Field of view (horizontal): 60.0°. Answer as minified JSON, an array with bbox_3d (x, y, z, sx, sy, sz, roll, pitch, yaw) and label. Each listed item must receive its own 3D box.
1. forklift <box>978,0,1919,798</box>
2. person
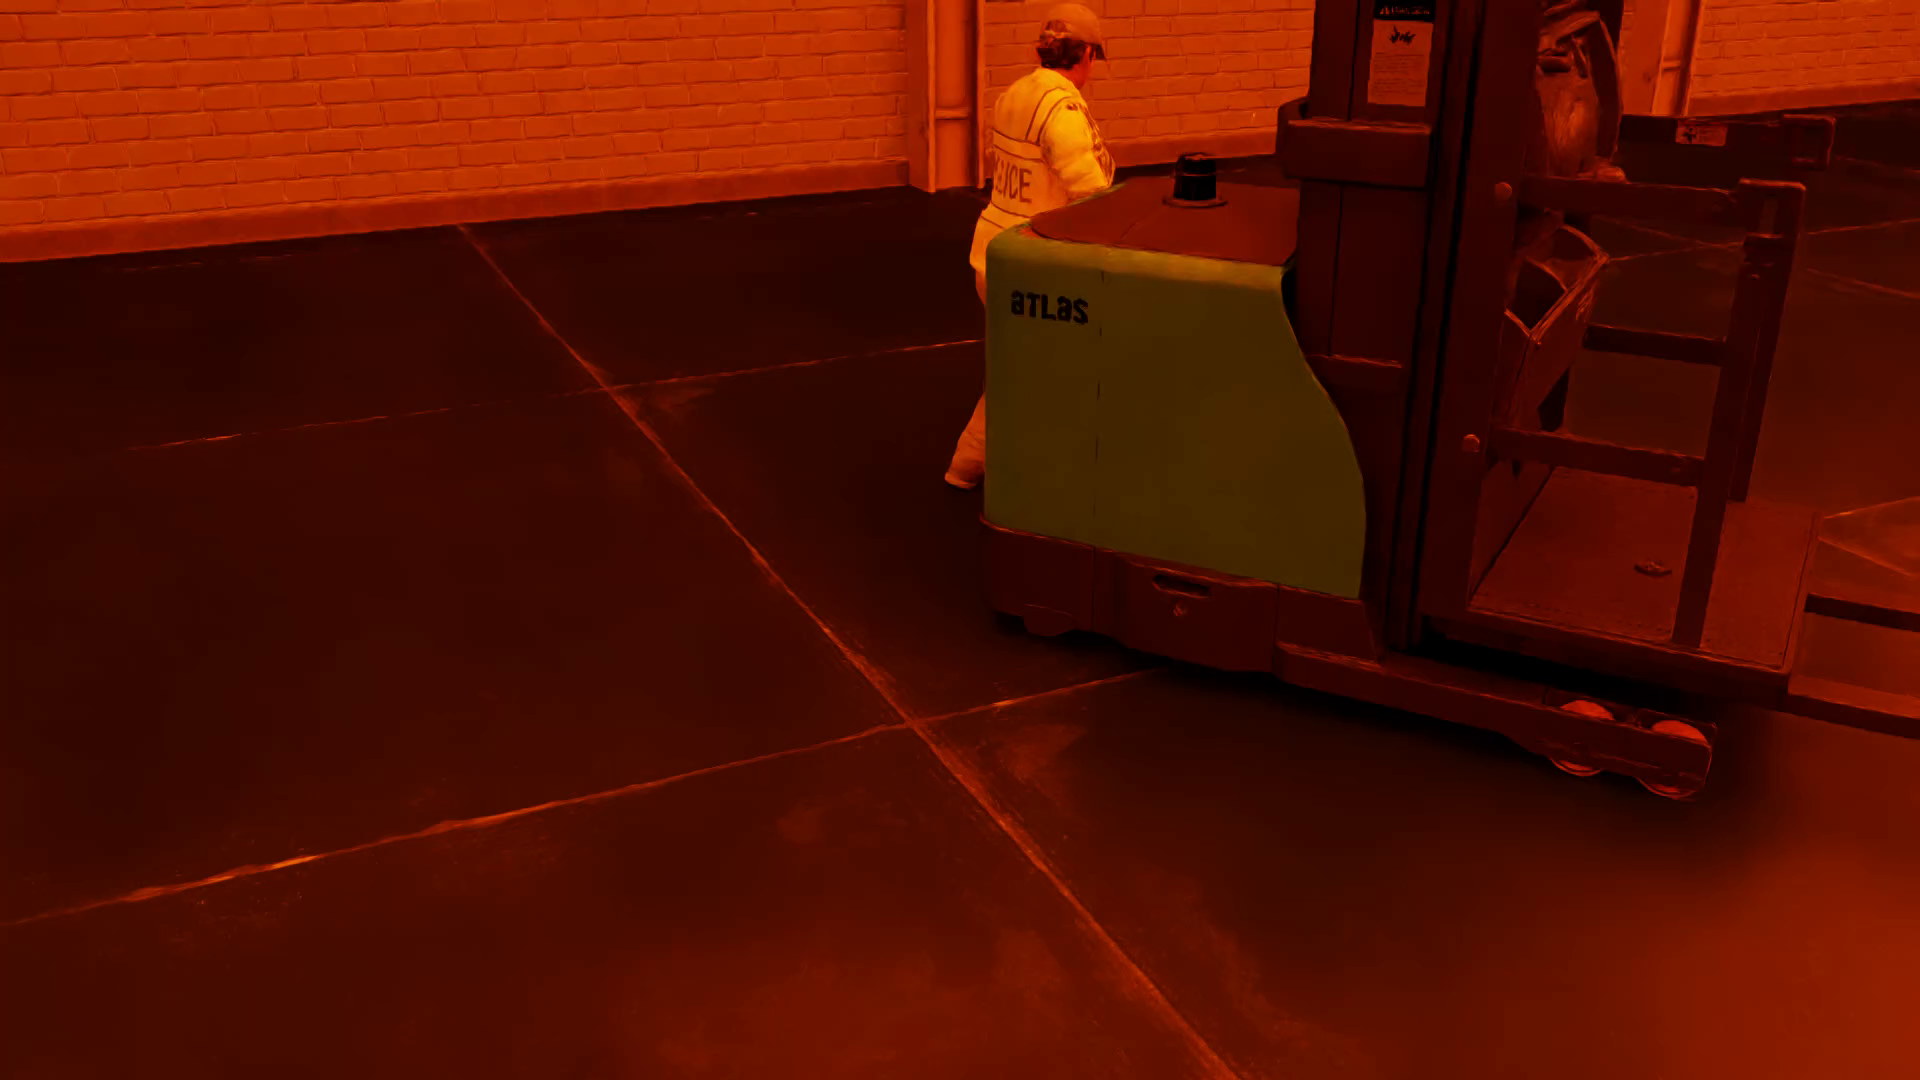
[{"bbox_3d":[1.591,-1.011,3.720,3.031,2.935,1.130,12,25,27],"label":"forklift"},{"bbox_3d":[0.391,-0.846,5.187,0.775,1.594,0.764,-10,25,-23],"label":"person"}]
